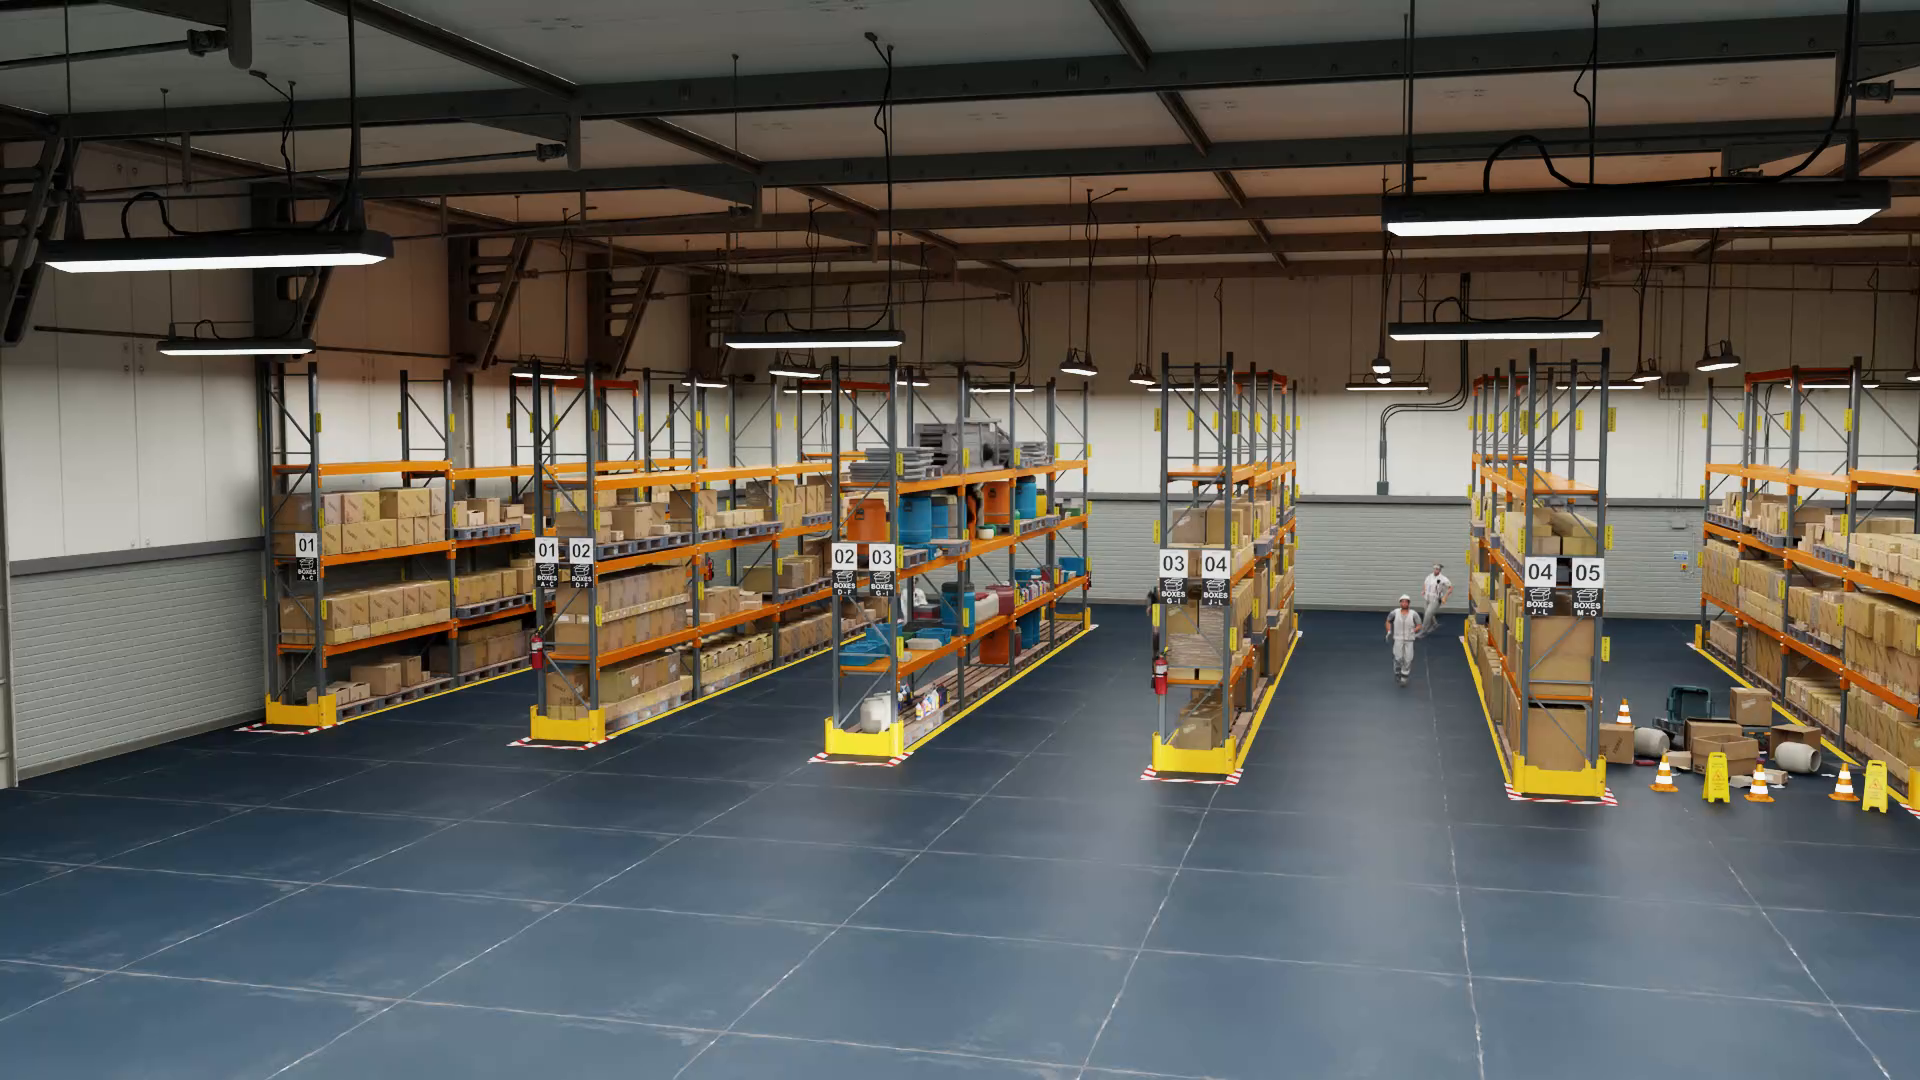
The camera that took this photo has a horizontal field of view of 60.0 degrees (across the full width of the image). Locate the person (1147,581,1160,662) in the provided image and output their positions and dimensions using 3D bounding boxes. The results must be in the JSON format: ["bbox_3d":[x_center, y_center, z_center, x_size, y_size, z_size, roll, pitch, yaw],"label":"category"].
[{"bbox_3d":[4.049,1.554,33.377,0.649,1.730,0.916,1,4,11],"label":"person"}]

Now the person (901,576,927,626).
[{"bbox_3d":[-0.925,1.581,33.116,0.588,1.802,0.763,1,4,11],"label":"person"}]

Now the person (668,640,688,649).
[{"bbox_3d":[-5.775,1.765,34.230,0.599,1.736,0.833,1,4,18],"label":"person"}]

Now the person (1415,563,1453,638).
[{"bbox_3d":[11.033,1.396,38.751,0.974,1.748,0.734,-3,5,-35],"label":"person"}]

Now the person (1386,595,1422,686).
[{"bbox_3d":[8.399,1.908,31.474,0.657,1.738,0.602,1,4,13],"label":"person"}]
